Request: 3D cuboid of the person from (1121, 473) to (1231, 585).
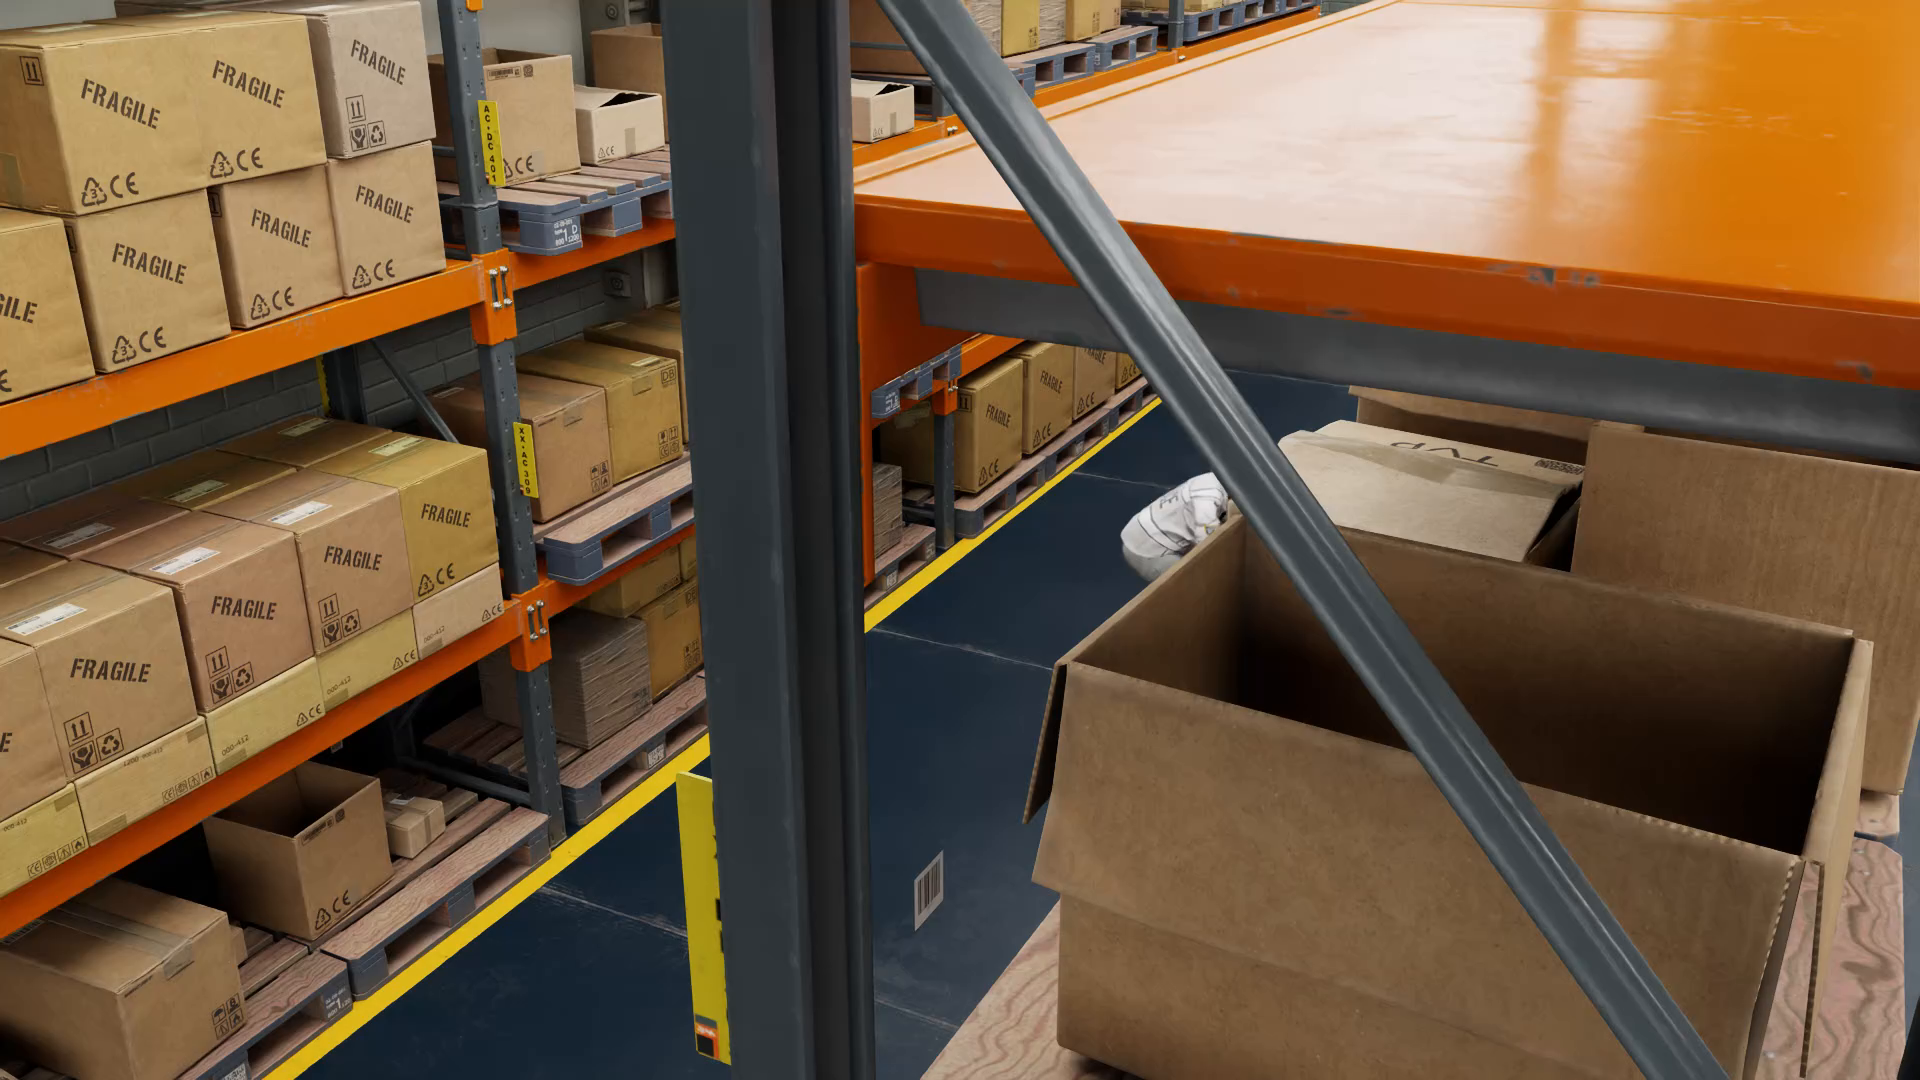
[{"bbox_3d":[1.343,0.085,9.527,0.815,1.178,0.541,11,25,25],"label":"person"}]
